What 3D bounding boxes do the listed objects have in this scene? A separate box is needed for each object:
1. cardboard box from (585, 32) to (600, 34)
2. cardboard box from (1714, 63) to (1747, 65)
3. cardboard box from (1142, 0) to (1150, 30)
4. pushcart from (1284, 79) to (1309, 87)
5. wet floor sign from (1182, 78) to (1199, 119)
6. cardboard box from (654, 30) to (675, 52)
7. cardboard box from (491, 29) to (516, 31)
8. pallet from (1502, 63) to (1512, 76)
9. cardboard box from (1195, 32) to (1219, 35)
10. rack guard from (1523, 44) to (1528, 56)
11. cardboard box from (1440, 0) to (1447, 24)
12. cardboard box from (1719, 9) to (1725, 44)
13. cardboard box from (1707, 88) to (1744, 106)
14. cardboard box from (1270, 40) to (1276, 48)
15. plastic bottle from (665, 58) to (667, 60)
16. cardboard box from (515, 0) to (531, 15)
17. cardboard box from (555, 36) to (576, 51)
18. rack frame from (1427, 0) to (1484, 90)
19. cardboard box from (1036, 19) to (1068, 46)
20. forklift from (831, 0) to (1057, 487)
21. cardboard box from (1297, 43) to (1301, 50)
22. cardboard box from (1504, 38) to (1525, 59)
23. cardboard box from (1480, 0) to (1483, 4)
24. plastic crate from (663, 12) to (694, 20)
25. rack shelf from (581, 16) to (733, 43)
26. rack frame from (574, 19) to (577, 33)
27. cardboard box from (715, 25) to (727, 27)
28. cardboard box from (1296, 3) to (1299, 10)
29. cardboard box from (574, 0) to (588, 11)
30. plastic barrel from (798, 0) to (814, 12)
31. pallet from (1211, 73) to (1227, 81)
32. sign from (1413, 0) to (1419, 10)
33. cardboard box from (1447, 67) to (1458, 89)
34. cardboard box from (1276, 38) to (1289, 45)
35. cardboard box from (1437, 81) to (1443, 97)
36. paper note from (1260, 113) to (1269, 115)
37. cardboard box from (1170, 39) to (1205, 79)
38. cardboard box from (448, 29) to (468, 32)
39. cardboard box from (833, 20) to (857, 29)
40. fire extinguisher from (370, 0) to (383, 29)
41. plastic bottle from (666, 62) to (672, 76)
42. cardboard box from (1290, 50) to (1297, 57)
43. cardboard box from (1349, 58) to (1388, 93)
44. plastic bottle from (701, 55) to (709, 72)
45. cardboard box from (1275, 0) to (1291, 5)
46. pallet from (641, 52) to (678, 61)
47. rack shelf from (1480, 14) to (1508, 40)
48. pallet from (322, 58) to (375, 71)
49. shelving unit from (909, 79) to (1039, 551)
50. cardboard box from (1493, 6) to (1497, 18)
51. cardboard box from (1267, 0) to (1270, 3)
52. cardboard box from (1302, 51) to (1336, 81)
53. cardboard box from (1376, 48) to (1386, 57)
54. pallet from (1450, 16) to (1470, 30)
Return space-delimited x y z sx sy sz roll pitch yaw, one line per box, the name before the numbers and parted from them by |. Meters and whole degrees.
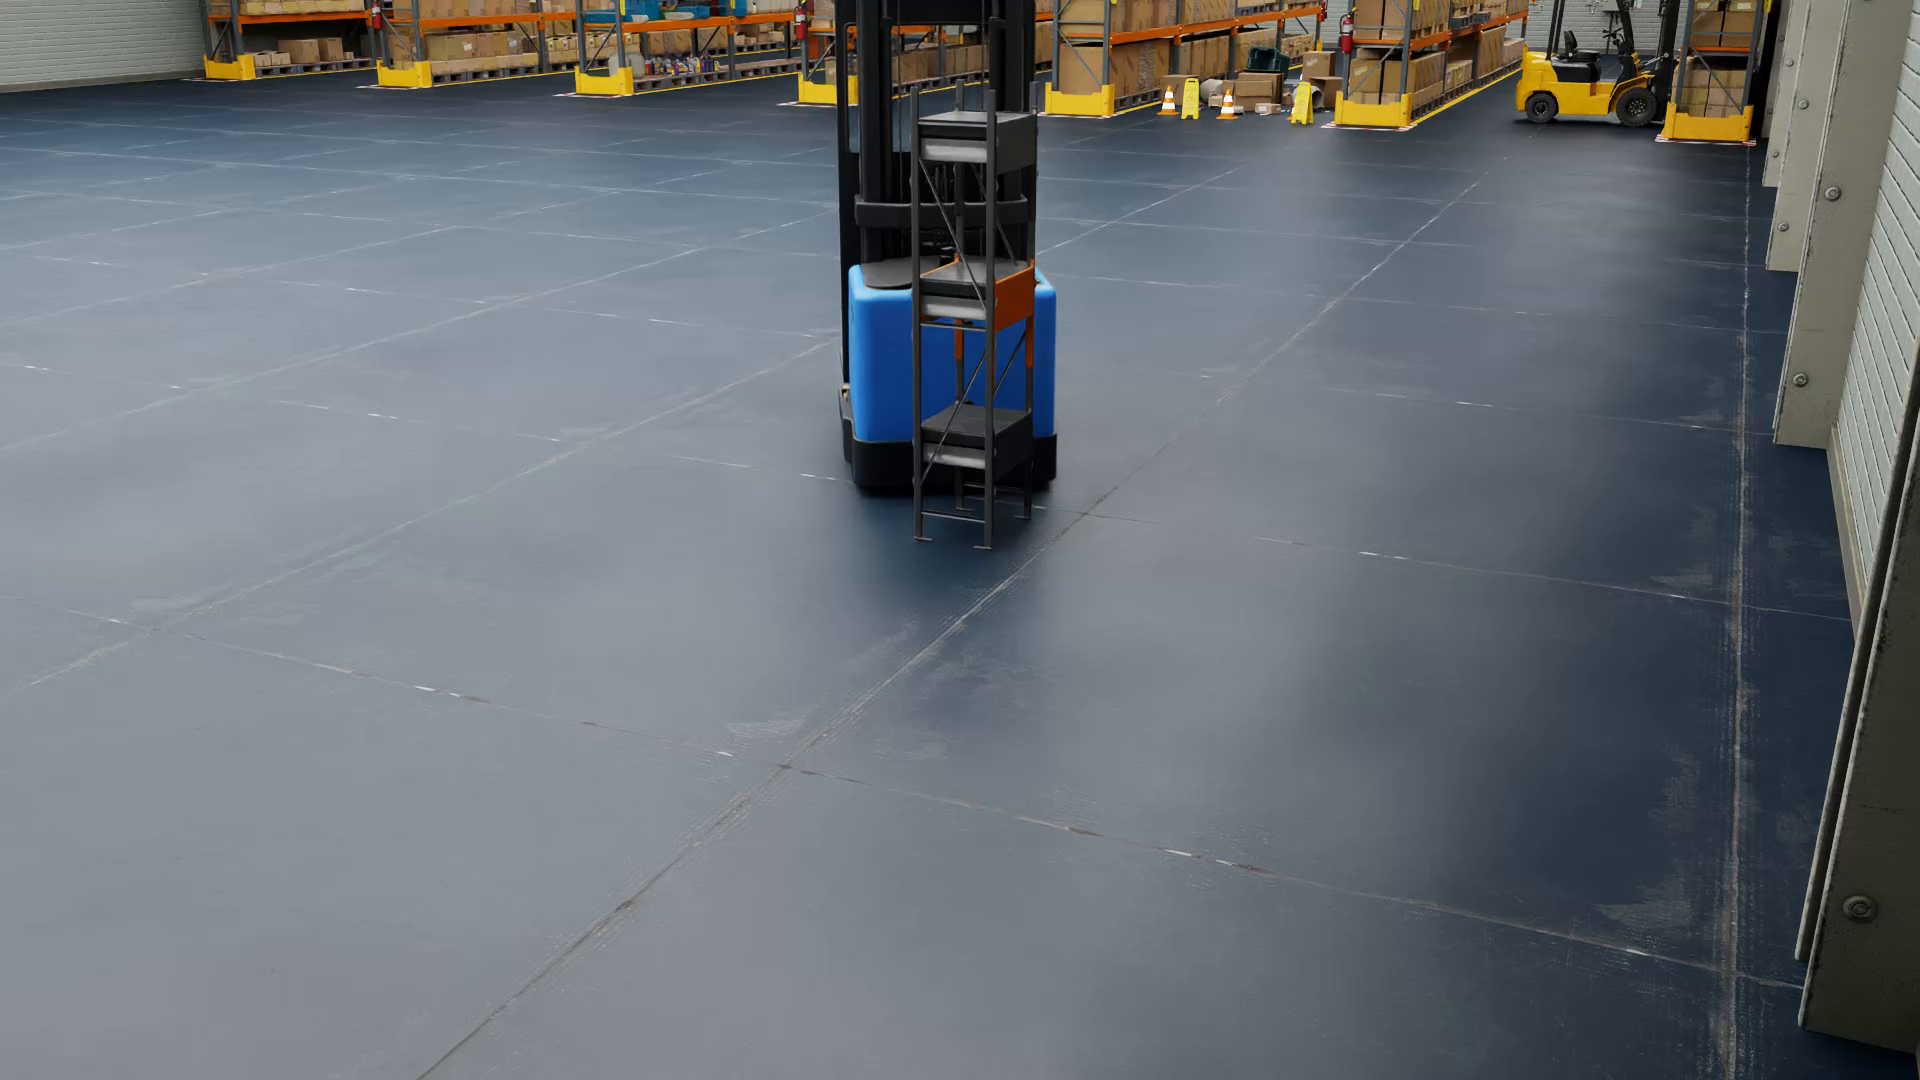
cardboard box | -8.875 -12.150 40.297 0.500 0.311 0.500 8 21 21
cardboard box | 12.148 -7.374 26.213 0.500 0.250 0.500 8 21 22
cardboard box | 2.898 -9.431 29.787 0.875 0.550 0.500 9 21 23
pushcart | 6.154 -8.384 30.982 1.648 0.377 0.936 1 20 4
wet floor sign | 3.853 -7.358 27.696 0.267 0.644 0.232 5 20 13
cardboard box | -7.529 -12.556 41.871 0.500 0.500 0.500 8 21 21
cardboard box | -10.299 -11.199 37.341 0.500 0.500 0.500 9 21 23
pallet | 11.913 -10.676 37.673 1.003 0.211 1.213 9 21 23
cardboard box | 5.376 -10.812 35.879 0.500 0.250 0.500 8 21 21
rack guard | 13.178 -11.820 40.460 1.175 0.500 0.348 9 21 23
cardboard box | 8.094 -9.181 28.716 0.500 0.500 0.500 9 22 25
cardboard box | 11.329 -7.811 25.305 0.500 0.500 0.500 9 22 24
cardboard box | 11.528 -6.673 24.986 0.500 0.250 0.500 9 21 24
cardboard box | 6.899 -11.176 38.020 0.500 0.500 0.500 8 21 22
plastic bottle | -6.198 -9.997 35.000 0.061 0.283 0.133 10 22 25
cardboard box | -9.999 -11.953 36.954 0.700 0.500 0.500 8 21 21
cardboard box | -9.217 -11.454 38.338 0.500 0.311 0.500 8 21 22
rack frame | 9.892 -10.545 33.144 1.000 3.000 0.127 9 21 23
cardboard box | 1.880 -11.853 39.365 1.225 0.875 0.875 8 21 21
forklift | -0.159 -2.101 9.503 1.130 2.935 3.031 -2 20 -5
cardboard box | 8.034 -11.950 40.279 0.380 0.149 0.250 9 21 23
cardboard box | 12.989 -11.766 39.774 0.875 0.438 0.875 8 21 21
cardboard box | 9.960 -10.753 32.509 0.500 0.500 0.500 8 21 21
plastic crate | -5.739 -10.706 33.991 0.530 0.136 0.437 9 21 23
rack shelf | -6.125 -10.411 33.842 1.077 0.370 4.000 9 21 23
rack frame | -11.068 -15.167 46.139 1.000 3.000 0.127 9 21 23
cardboard box | -6.573 -13.731 45.175 0.500 0.500 0.500 9 21 23
cardboard box | 7.882 -12.749 39.715 0.380 0.149 0.250 10 22 25
cardboard box | -9.073 -12.636 38.875 0.500 0.500 0.500 9 21 23
plastic barrel | -3.581 -12.465 38.340 0.600 0.536 0.708 9 21 23
pallet | 4.943 -9.649 34.786 1.003 0.211 1.213 9 21 23
sign | 7.111 -8.433 25.913 0.100 0.325 0.005 9 21 23
cardboard box | 8.758 -8.663 31.147 0.950 0.372 0.625 10 22 26
cardboard box | 7.614 -11.871 39.612 0.380 0.149 0.250 8 21 21
cardboard box | 8.257 -8.007 29.484 0.500 0.250 0.500 10 22 25
paper note | 5.187 -7.263 28.345 0.148 0.019 0.142 1 20 4
cardboard box | 4.267 -9.605 33.231 1.050 0.750 0.750 9 21 23
cardboard box | -12.953 -12.746 42.407 0.700 0.500 0.500 9 21 23
cardboard box | -2.091 -9.395 30.286 0.380 0.149 0.250 9 21 23
fire extinguisher | -11.933 -10.811 34.007 0.296 0.674 0.183 9 21 23
plastic bottle | -5.917 -9.572 33.823 0.097 0.271 0.097 0 20 0
cardboard box | 7.909 -11.740 40.133 0.380 0.149 0.250 8 21 21
cardboard box | 6.706 -7.636 27.321 0.500 0.500 0.500 9 21 23
plastic bottle | -5.385 -10.026 34.981 0.144 0.351 0.185 7 21 20
cardboard box | 7.405 -12.720 38.667 0.500 0.500 0.500 8 21 22
pallet | -7.845 -12.175 41.887 1.003 0.211 1.213 9 21 23
rack shelf | 10.711 -10.818 34.984 1.077 0.370 4.000 9 21 23
pallet | -14.587 -11.197 39.139 1.003 0.211 1.213 9 21 23
shelving unit | 0.068 -1.040 7.759 0.431 2.100 0.503 9 21 23
cardboard box | 10.935 -11.060 34.815 0.500 0.250 0.500 9 21 23
cardboard box | 6.781 -12.192 37.522 0.380 0.149 0.250 8 21 23
cardboard box | 6.618 -8.737 30.659 0.500 0.500 0.500 9 21 23
cardboard box | 6.901 -8.139 27.769 0.380 0.149 0.250 9 21 24
pallet | 8.700 -9.446 30.339 1.003 0.211 1.213 9 21 23
